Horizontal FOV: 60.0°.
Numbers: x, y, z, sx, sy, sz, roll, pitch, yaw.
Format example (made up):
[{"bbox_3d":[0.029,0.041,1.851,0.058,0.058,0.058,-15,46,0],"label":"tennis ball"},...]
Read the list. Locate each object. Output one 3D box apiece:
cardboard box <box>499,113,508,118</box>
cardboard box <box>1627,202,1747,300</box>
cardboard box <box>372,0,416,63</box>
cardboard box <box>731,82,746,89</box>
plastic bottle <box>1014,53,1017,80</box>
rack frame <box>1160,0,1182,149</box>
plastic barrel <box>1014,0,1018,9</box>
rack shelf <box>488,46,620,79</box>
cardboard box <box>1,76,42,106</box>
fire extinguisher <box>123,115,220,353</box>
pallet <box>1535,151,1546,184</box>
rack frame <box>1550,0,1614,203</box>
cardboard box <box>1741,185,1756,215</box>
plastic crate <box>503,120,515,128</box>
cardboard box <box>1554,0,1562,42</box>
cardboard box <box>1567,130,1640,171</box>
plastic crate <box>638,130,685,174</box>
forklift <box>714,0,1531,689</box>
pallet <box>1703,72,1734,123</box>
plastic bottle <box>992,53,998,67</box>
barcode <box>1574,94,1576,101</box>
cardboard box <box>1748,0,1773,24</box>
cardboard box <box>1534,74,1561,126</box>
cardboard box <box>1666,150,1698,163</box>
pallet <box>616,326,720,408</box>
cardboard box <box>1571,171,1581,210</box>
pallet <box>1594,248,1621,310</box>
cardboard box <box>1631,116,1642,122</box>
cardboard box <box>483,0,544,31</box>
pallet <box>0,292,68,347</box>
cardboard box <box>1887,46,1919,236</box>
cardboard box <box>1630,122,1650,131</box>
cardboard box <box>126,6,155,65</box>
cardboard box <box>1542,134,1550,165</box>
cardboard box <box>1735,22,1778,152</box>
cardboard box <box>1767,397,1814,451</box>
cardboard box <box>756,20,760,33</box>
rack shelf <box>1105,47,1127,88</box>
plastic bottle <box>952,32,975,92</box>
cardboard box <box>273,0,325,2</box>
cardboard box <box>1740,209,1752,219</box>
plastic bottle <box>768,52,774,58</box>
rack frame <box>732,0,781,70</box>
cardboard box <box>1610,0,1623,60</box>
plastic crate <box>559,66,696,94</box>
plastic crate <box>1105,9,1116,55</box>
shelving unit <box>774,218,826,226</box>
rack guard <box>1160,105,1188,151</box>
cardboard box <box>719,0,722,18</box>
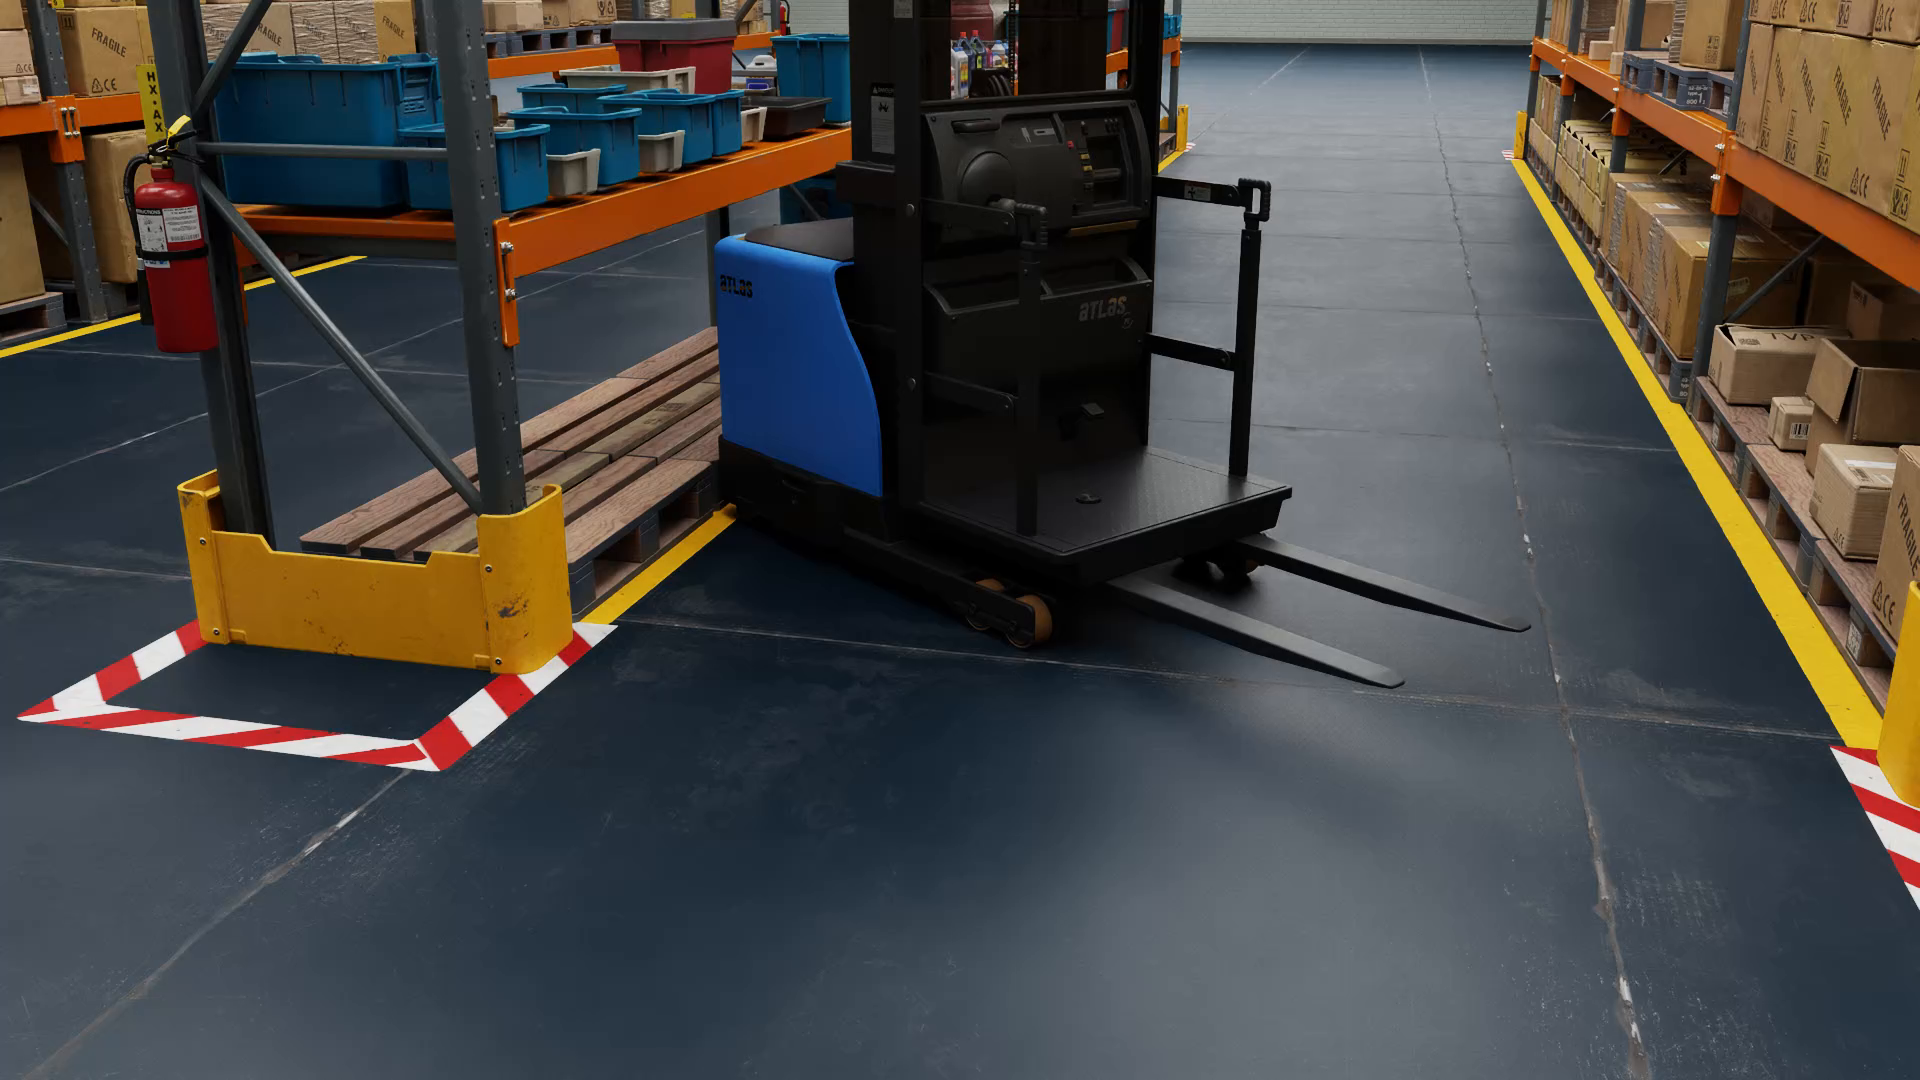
[{"bbox_3d":[-4.137,-3.781,15.802,0.700,0.500,0.500,3,19,9],"label":"cardboard box"},{"bbox_3d":[4.172,-1.652,9.570,0.500,0.500,0.500,4,19,12],"label":"cardboard box"},{"bbox_3d":[-4.553,-3.889,12.777,0.500,0.500,0.500,5,20,15],"label":"cardboard box"},{"bbox_3d":[-2.887,-5.345,20.412,0.500,0.500,0.500,9,21,23],"label":"cardboard box"},{"bbox_3d":[0.343,-3.263,11.407,0.097,0.201,0.097,0,19,0],"label":"plastic bottle"},{"bbox_3d":[2.085,-6.132,19.500,1.000,3.000,0.127,5,19,13],"label":"rack frame"},{"bbox_3d":[0.376,-4.294,13.910,0.433,0.535,0.433,0,19,0],"label":"plastic barrel"},{"bbox_3d":[-4.184,-4.302,15.255,1.077,0.370,4.000,5,19,13],"label":"rack shelf"},{"bbox_3d":[-5.407,-2.522,9.318,0.380,0.149,0.250,5,19,14],"label":"cardboard box"},{"bbox_3d":[-2.302,-0.893,4.857,0.296,0.674,0.183,5,19,13],"label":"fire extinguisher"},{"bbox_3d":[6.441,-3.796,16.974,1.003,0.211,1.213,5,19,13],"label":"pallet"},{"bbox_3d":[5.910,-4.486,14.680,1.000,3.000,0.127,5,19,13],"label":"rack frame"},{"bbox_3d":[4.676,-1.962,9.317,0.500,0.250,0.500,4,19,12],"label":"cardboard box"},{"bbox_3d":[-1.617,-1.564,6.440,0.298,0.136,0.250,5,19,13],"label":"plastic crate"},{"bbox_3d":[6.637,-5.477,17.426,0.700,0.500,0.500,5,20,15],"label":"cardboard box"},{"bbox_3d":[5.315,-3.220,13.711,0.500,0.311,0.500,4,19,12],"label":"cardboard box"},{"bbox_3d":[-1.120,-1.379,5.898,0.250,0.136,0.298,5,19,13],"label":"plastic crate"},{"bbox_3d":[0.408,-1.232,5.259,1.130,2.935,3.031,-15,24,-38],"label":"forklift"},{"bbox_3d":[4.257,-2.129,8.078,1.003,0.211,1.213,5,19,13],"label":"pallet"},{"bbox_3d":[0.200,-3.080,10.871,0.097,0.201,0.097,0,19,0],"label":"plastic bottle"},{"bbox_3d":[5.444,-3.918,14.720,0.001,0.075,0.075,5,19,13],"label":"barcode"},{"bbox_3d":[3.568,-2.373,6.794,0.500,0.500,0.500,5,20,15],"label":"cardboard box"},{"bbox_3d":[6.420,-4.685,17.706,0.500,0.500,0.500,5,19,13],"label":"cardboard box"},{"bbox_3d":[5.466,-2.701,12.192,0.500,0.311,0.500,4,19,12],"label":"cardboard box"},{"bbox_3d":[-0.989,-0.818,8.255,1.003,0.211,1.213,5,19,13],"label":"pallet"},{"bbox_3d":[5.196,-2.795,13.333,0.500,0.250,0.500,5,19,14],"label":"cardboard box"},{"bbox_3d":[4.714,-1.682,10.784,1.003,0.211,1.213,5,19,13],"label":"pallet"},{"bbox_3d":[6.327,-3.859,15.289,0.500,0.500,0.500,5,19,13],"label":"cardboard box"},{"bbox_3d":[-4.040,-4.651,14.745,0.500,0.250,0.500,4,19,12],"label":"cardboard box"},{"bbox_3d":[-5.911,-1.210,9.404,1.003,0.211,1.213,5,19,13],"label":"pallet"},{"bbox_3d":[2.947,-1.097,4.603,0.500,0.500,0.500,5,19,14],"label":"cardboard box"},{"bbox_3d":[6.089,-3.499,14.528,0.500,0.311,0.500,5,19,13],"label":"cardboard box"},{"bbox_3d":[-5.173,-3.091,10.443,0.500,0.500,0.500,5,19,13],"label":"cardboard box"},{"bbox_3d":[6.051,-3.860,16.452,0.500,0.250,0.500,5,19,13],"label":"cardboard box"},{"bbox_3d":[3.567,-1.888,6.918,0.500,0.500,0.500,5,20,15],"label":"cardboard box"},{"bbox_3d":[3.442,-0.459,6.595,0.380,0.166,0.250,5,19,13],"label":"cardboard box"},{"bbox_3d":[-2.649,-6.220,20.147,0.380,0.149,0.250,5,19,13],"label":"cardboard box"},{"bbox_3d":[0.619,-3.911,14.110,1.077,0.370,4.000,5,19,13],"label":"rack shelf"},{"bbox_3d":[0.009,-2.936,10.219,0.144,0.351,0.185,5,19,13],"label":"plastic bottle"},{"bbox_3d":[-5.029,-4.106,11.861,0.797,0.503,0.637,5,20,15],"label":"cardboard box"},{"bbox_3d":[4.683,-1.619,9.472,0.500,0.500,0.500,4,19,11],"label":"cardboard box"},{"bbox_3d":[-1.052,-2.541,9.166,0.061,0.283,0.133,5,19,13],"label":"plastic bottle"},{"bbox_3d":[-2.718,-6.523,20.645,1.000,3.000,0.127,5,19,13],"label":"rack frame"},{"bbox_3d":[5.578,-4.129,13.480,0.500,0.500,0.500,6,20,17],"label":"cardboard box"},{"bbox_3d":[-1.399,-1.879,7.139,0.437,0.282,0.530,5,19,13],"label":"plastic crate"},{"bbox_3d":[1.140,-4.500,14.747,0.392,0.384,0.575,5,19,13],"label":"plastic crate"},{"bbox_3d":[-0.583,-0.766,6.805,0.252,1.050,0.215,-17,25,-40],"label":"shelving unit"},{"bbox_3d":[2.112,-4.922,19.823,1.175,0.500,0.348,5,19,13],"label":"rack guard"},{"bbox_3d":[-3.182,-6.066,18.691,0.875,0.500,0.500,5,19,13],"label":"cardboard box"}]
